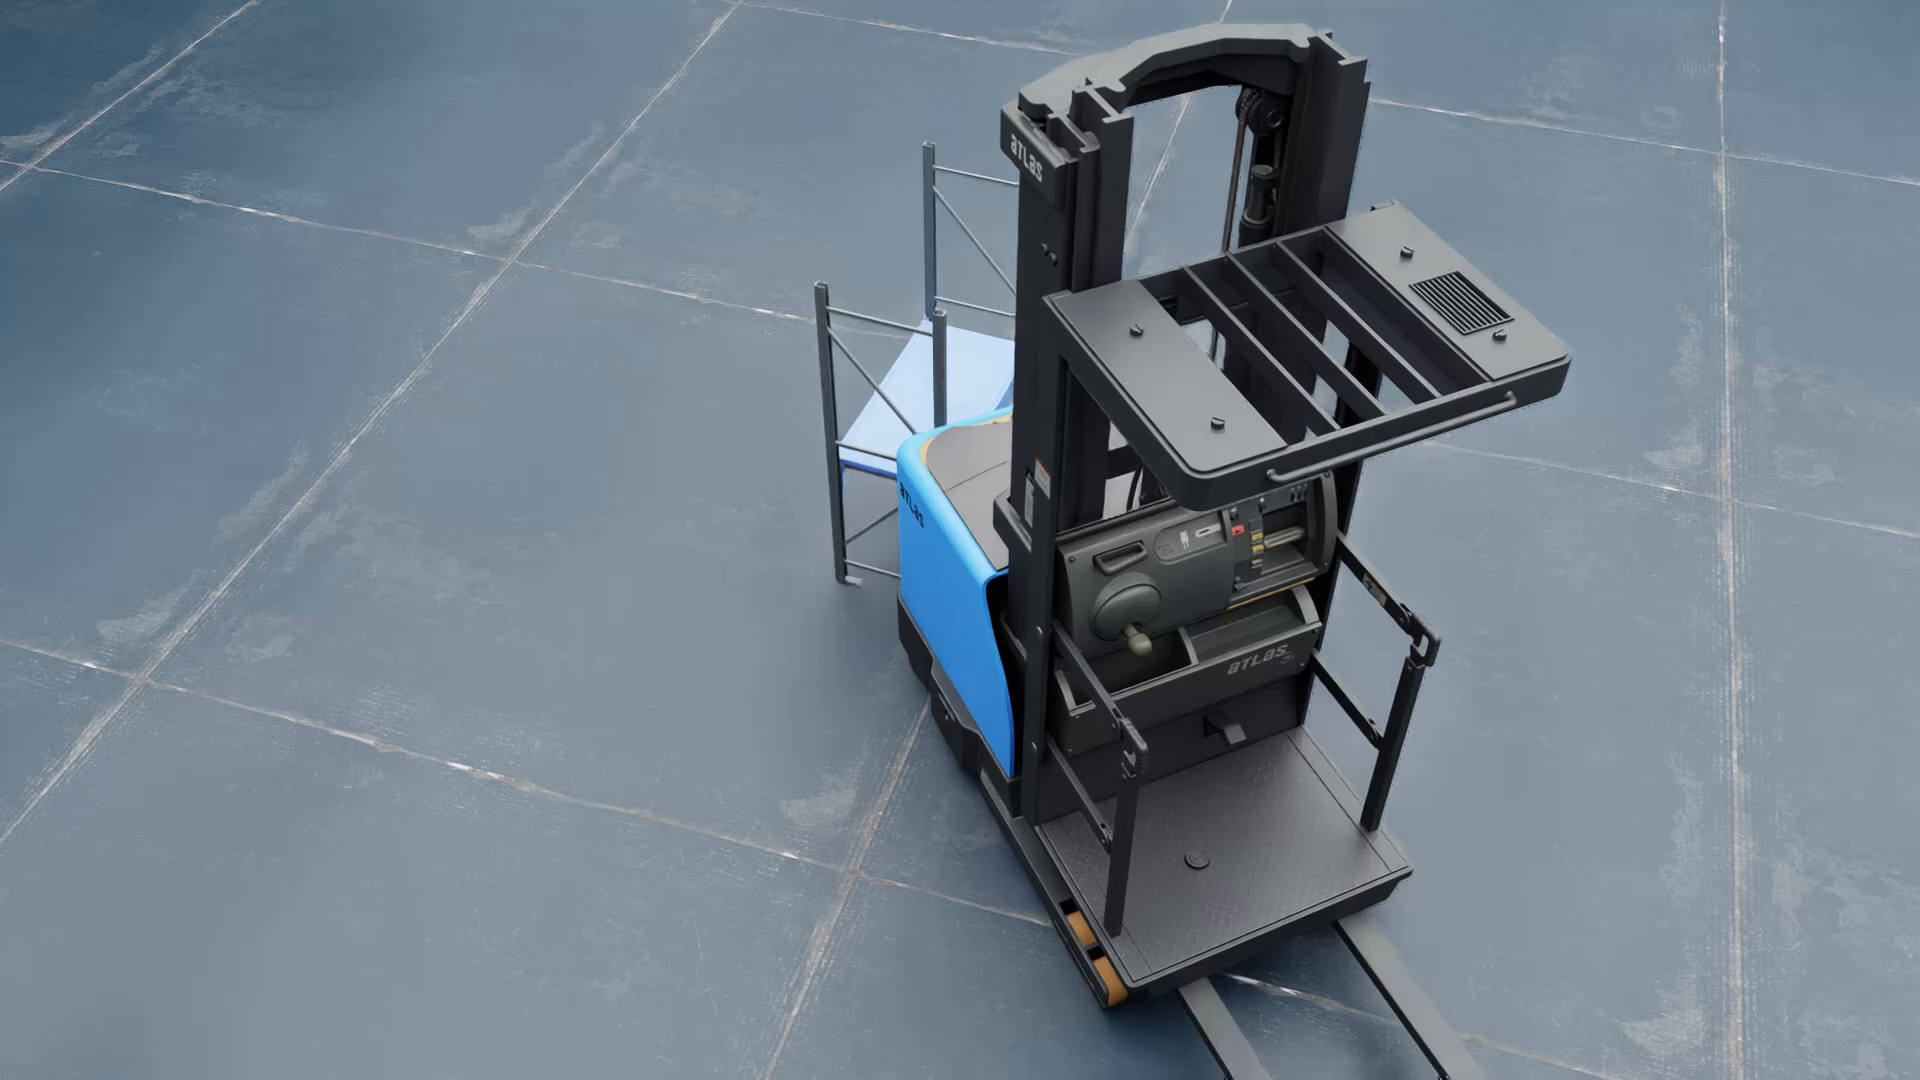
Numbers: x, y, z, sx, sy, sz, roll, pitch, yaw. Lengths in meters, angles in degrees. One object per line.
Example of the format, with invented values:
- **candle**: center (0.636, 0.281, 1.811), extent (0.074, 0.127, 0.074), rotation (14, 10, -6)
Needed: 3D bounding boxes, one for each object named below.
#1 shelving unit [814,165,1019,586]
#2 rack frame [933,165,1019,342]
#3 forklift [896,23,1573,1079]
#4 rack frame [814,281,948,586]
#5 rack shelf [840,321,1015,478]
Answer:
- **shelving unit**: center (-0.100, -0.647, 6.737), extent (0.500, 1.500, 1.039), rotation (15, 46, 15)
- **rack frame**: center (0.090, -0.980, 7.078), extent (0.475, 1.308, 0.013), rotation (15, 46, 15)
- **forklift**: center (0.827, 0.153, 4.897), extent (1.130, 2.935, 3.031), rotation (-18, 47, -17)
- **rack frame**: center (-0.284, -0.319, 6.402), extent (0.500, 1.500, 0.032), rotation (15, 46, 15)
- **rack shelf**: center (-0.098, -0.569, 6.820), extent (0.459, 0.026, 0.952), rotation (15, 46, 15)
